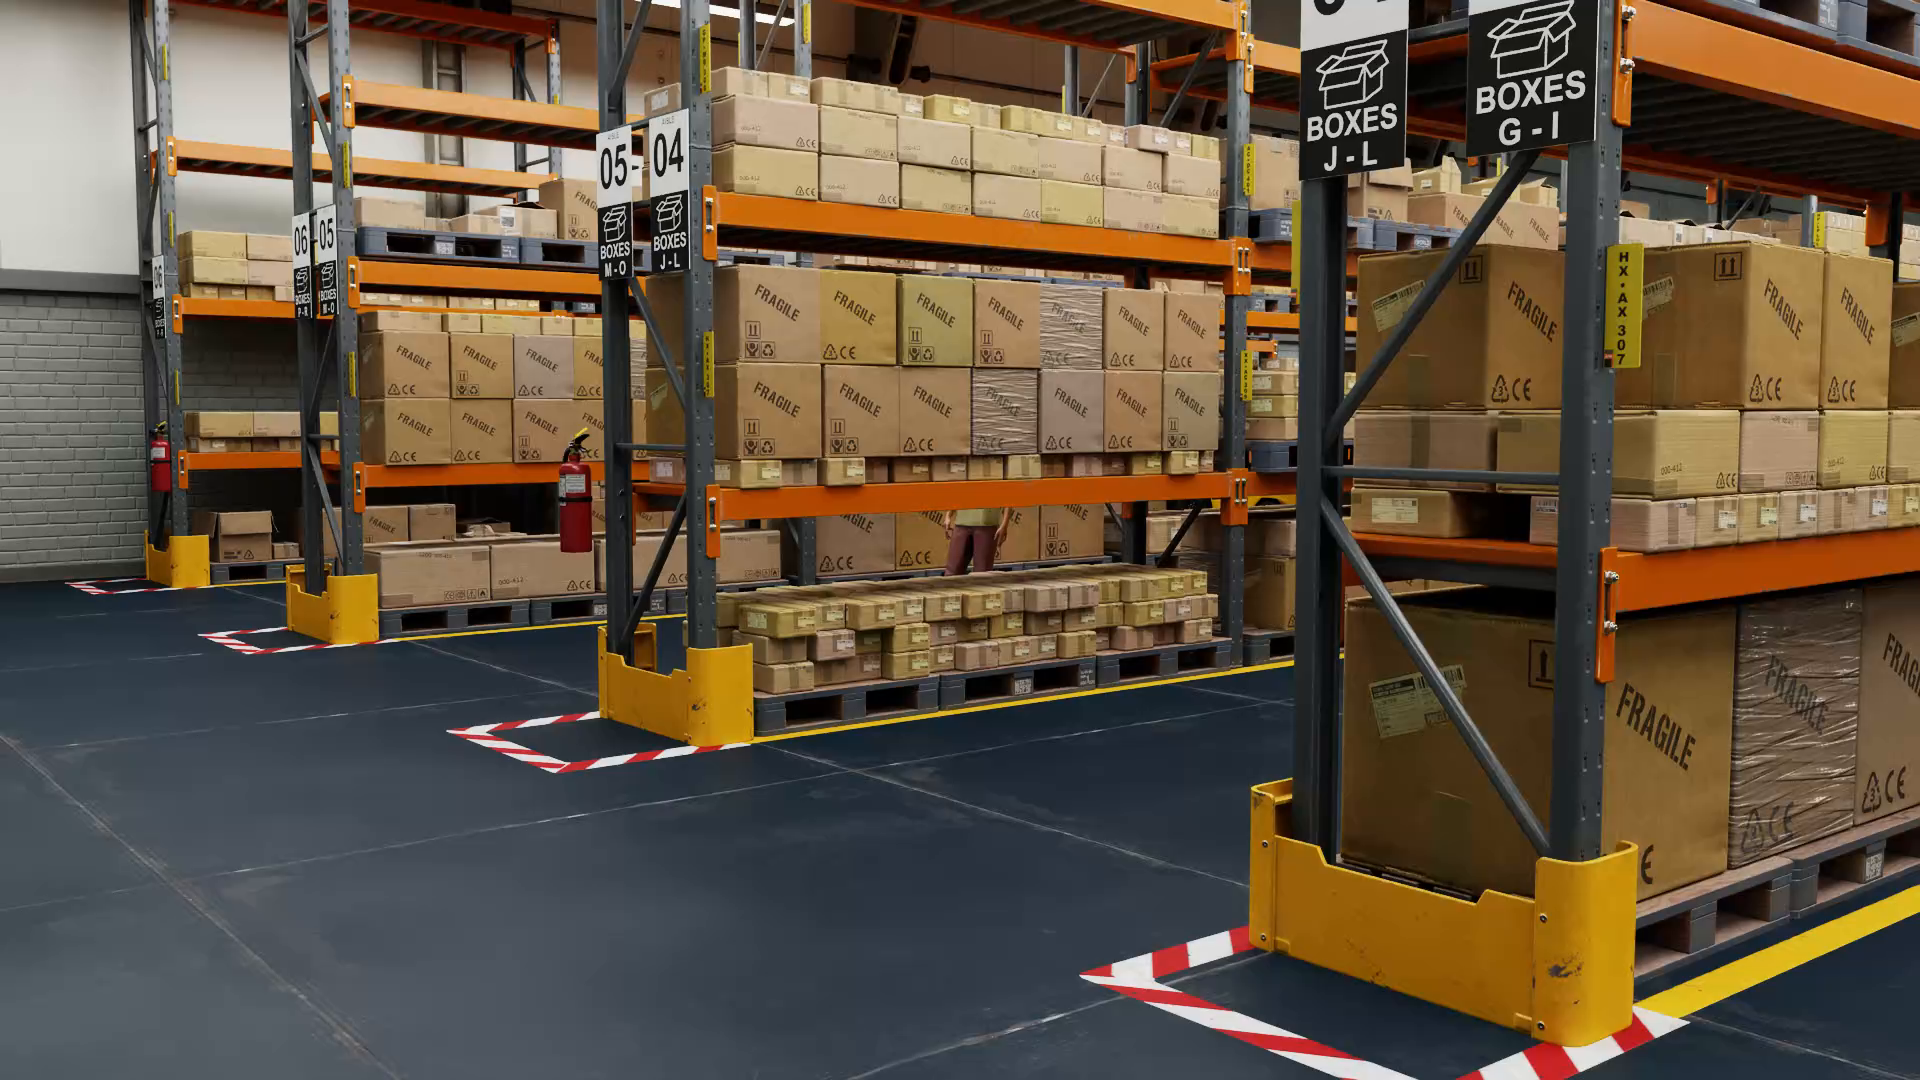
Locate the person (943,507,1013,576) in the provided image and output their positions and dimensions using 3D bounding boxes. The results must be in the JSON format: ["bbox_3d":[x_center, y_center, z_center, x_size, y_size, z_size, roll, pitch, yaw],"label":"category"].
[{"bbox_3d":[0.079,-0.067,12.110,0.553,1.652,0.532,3,5,32],"label":"person"}]
